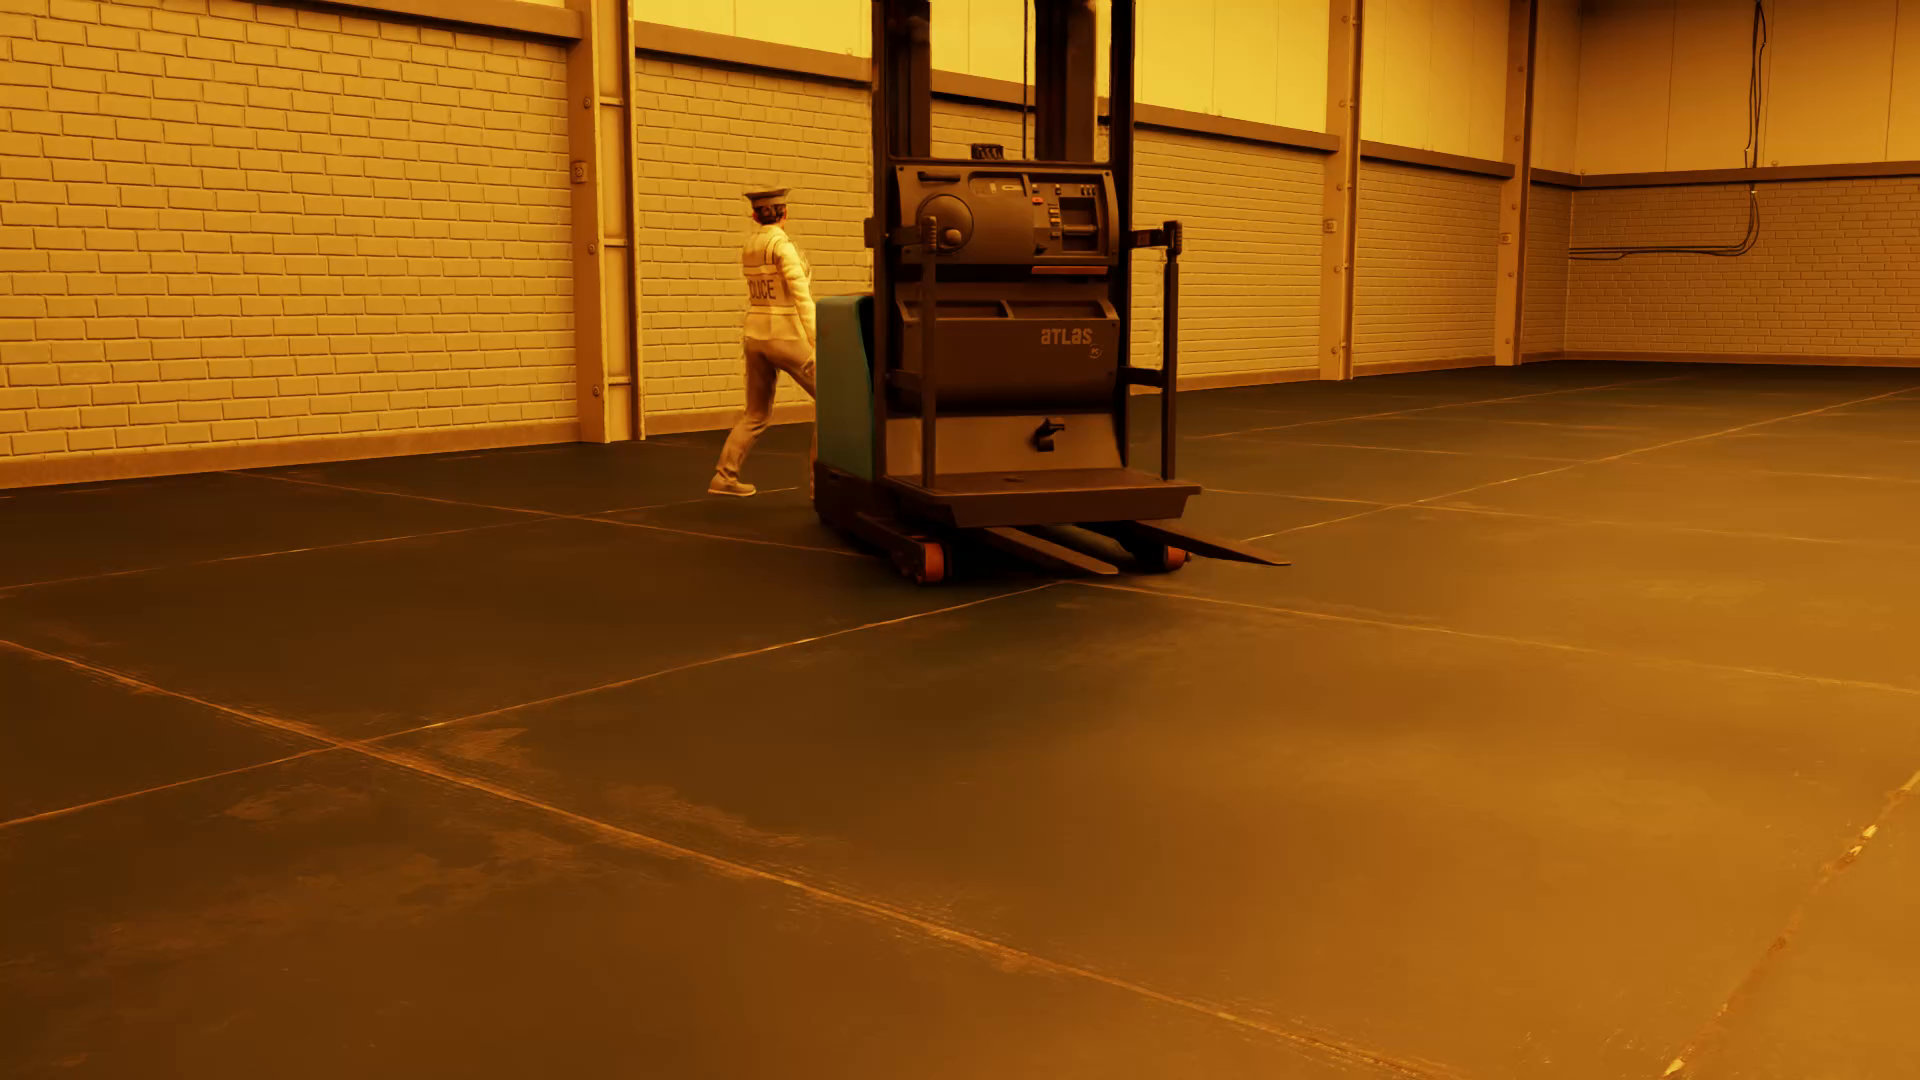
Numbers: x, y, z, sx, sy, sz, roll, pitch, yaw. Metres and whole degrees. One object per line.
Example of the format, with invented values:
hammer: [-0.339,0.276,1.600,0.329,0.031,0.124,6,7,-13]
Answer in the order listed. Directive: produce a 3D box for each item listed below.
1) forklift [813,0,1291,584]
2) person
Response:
forklift: [0.265,-1.347,6.490,1.130,2.935,3.031,-3,9,-19]
person: [-0.845,-0.990,8.410,0.626,1.584,0.707,8,12,44]
